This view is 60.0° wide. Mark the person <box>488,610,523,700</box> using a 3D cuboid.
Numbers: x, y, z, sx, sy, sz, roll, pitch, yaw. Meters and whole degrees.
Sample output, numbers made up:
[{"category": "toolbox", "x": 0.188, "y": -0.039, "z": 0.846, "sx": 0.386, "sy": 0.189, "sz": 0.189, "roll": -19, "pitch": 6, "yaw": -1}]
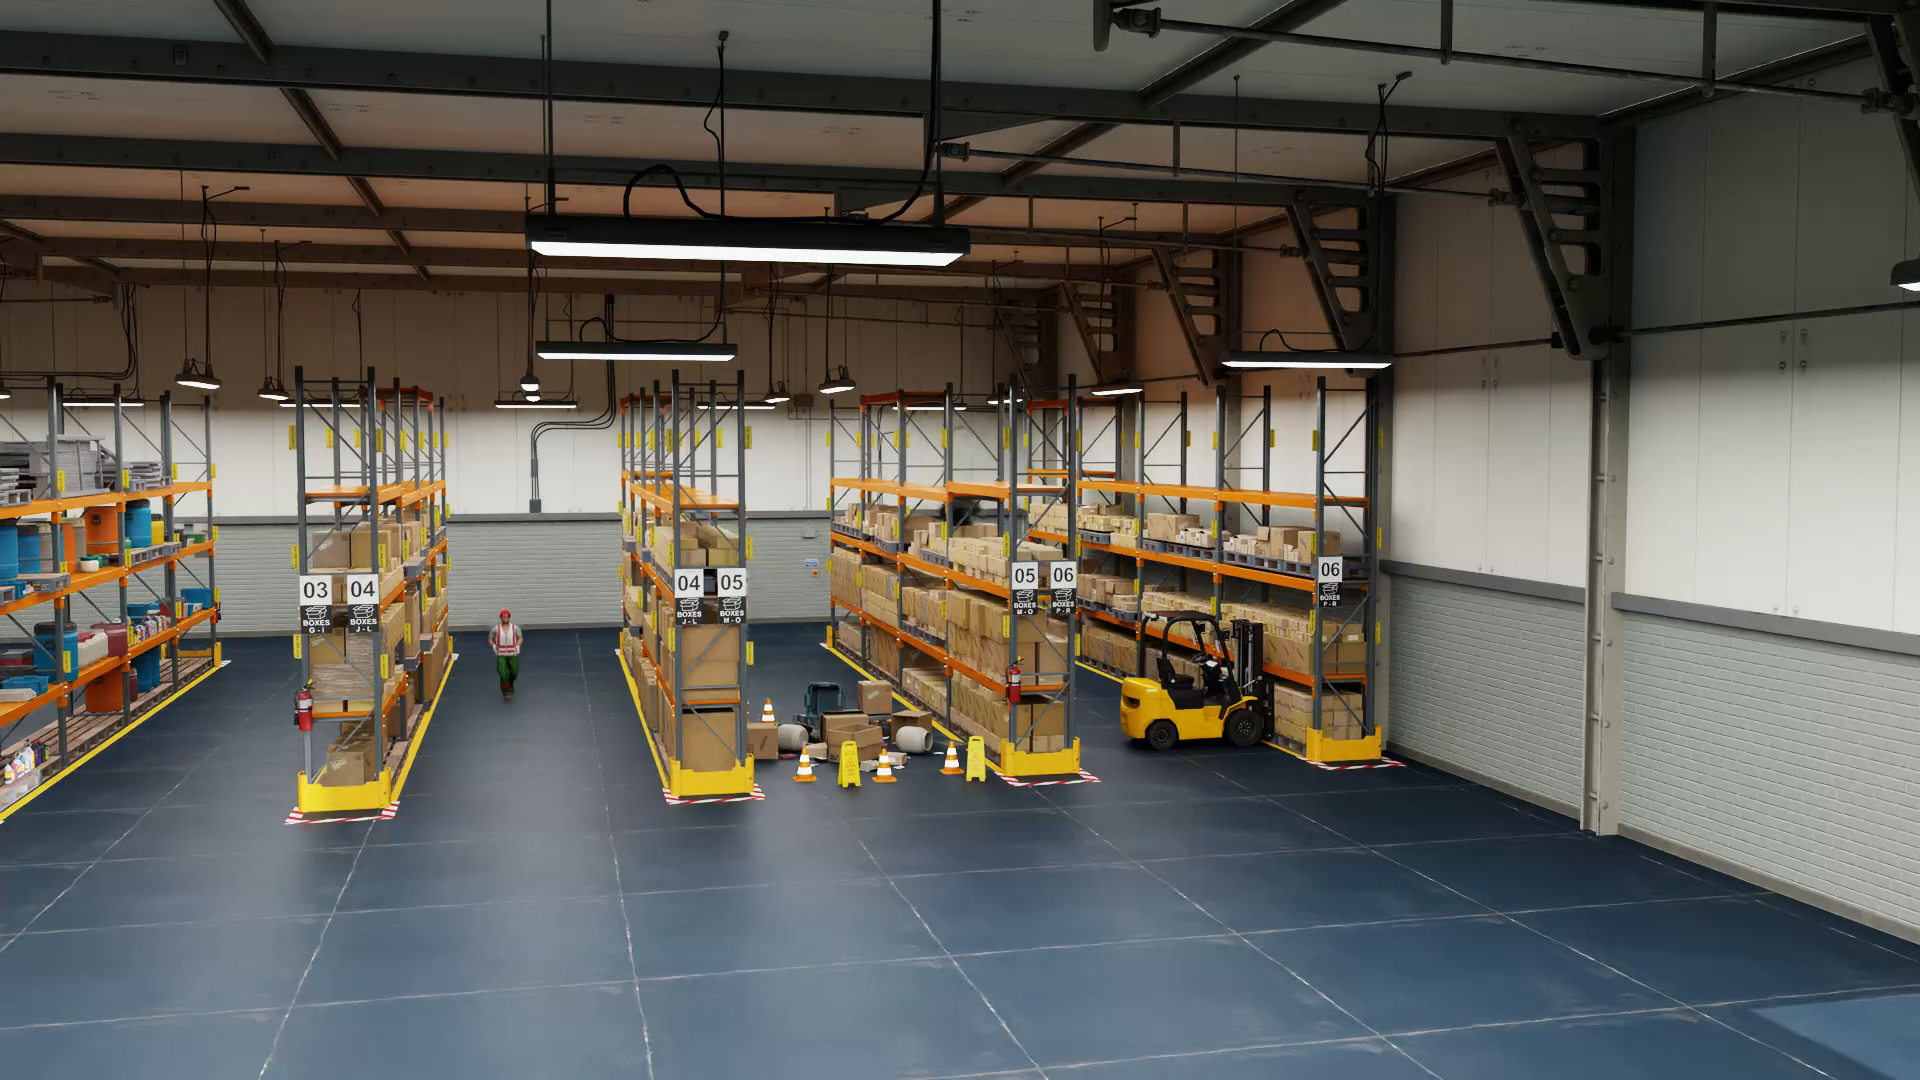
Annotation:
[{"category": "person", "x": -8.757, "y": 2.216, "z": 32.089, "sx": 0.651, "sy": 1.738, "sz": 0.613, "roll": -1, "pitch": 4, "yaw": -20}]
